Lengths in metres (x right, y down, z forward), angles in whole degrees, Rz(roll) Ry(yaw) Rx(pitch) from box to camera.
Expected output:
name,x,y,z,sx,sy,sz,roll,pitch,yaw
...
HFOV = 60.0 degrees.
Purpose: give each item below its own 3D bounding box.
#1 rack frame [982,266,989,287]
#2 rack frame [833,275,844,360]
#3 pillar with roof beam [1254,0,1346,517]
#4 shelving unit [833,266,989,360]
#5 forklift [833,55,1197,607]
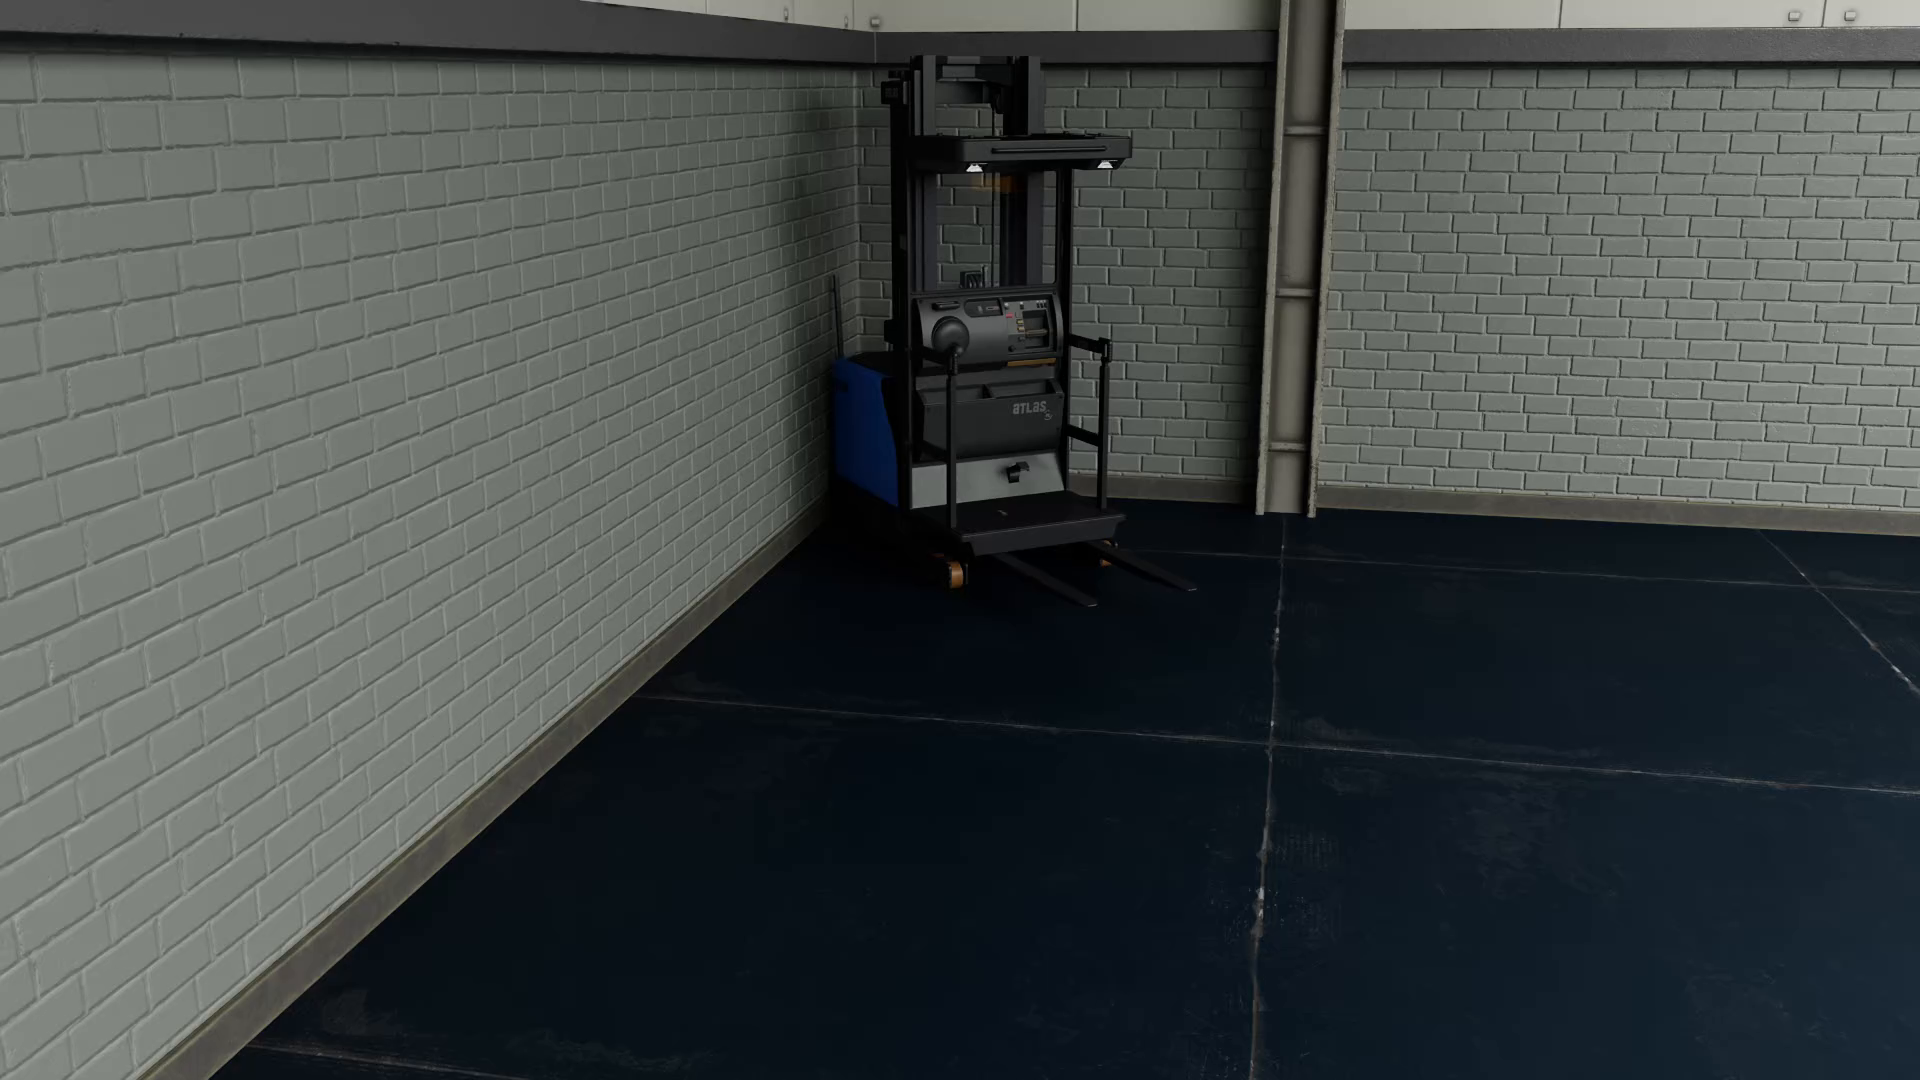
name,x,y,z,sx,sy,sz,roll,pitch,yaw
rack frame,0.137,-1.128,11.466,0.032,1.500,0.500,-6,11,-16
rack frame,-0.836,-1.029,11.189,0.032,1.500,0.500,-6,11,-16
pillar with roof beam,1.336,-3.412,5.951,0.400,9.000,9.100,3,16,11
shelving unit,-0.341,-1.080,11.330,1.083,1.500,0.587,-6,11,-16
forklift,0.276,-1.264,9.563,1.130,2.935,3.031,-8,17,-25
